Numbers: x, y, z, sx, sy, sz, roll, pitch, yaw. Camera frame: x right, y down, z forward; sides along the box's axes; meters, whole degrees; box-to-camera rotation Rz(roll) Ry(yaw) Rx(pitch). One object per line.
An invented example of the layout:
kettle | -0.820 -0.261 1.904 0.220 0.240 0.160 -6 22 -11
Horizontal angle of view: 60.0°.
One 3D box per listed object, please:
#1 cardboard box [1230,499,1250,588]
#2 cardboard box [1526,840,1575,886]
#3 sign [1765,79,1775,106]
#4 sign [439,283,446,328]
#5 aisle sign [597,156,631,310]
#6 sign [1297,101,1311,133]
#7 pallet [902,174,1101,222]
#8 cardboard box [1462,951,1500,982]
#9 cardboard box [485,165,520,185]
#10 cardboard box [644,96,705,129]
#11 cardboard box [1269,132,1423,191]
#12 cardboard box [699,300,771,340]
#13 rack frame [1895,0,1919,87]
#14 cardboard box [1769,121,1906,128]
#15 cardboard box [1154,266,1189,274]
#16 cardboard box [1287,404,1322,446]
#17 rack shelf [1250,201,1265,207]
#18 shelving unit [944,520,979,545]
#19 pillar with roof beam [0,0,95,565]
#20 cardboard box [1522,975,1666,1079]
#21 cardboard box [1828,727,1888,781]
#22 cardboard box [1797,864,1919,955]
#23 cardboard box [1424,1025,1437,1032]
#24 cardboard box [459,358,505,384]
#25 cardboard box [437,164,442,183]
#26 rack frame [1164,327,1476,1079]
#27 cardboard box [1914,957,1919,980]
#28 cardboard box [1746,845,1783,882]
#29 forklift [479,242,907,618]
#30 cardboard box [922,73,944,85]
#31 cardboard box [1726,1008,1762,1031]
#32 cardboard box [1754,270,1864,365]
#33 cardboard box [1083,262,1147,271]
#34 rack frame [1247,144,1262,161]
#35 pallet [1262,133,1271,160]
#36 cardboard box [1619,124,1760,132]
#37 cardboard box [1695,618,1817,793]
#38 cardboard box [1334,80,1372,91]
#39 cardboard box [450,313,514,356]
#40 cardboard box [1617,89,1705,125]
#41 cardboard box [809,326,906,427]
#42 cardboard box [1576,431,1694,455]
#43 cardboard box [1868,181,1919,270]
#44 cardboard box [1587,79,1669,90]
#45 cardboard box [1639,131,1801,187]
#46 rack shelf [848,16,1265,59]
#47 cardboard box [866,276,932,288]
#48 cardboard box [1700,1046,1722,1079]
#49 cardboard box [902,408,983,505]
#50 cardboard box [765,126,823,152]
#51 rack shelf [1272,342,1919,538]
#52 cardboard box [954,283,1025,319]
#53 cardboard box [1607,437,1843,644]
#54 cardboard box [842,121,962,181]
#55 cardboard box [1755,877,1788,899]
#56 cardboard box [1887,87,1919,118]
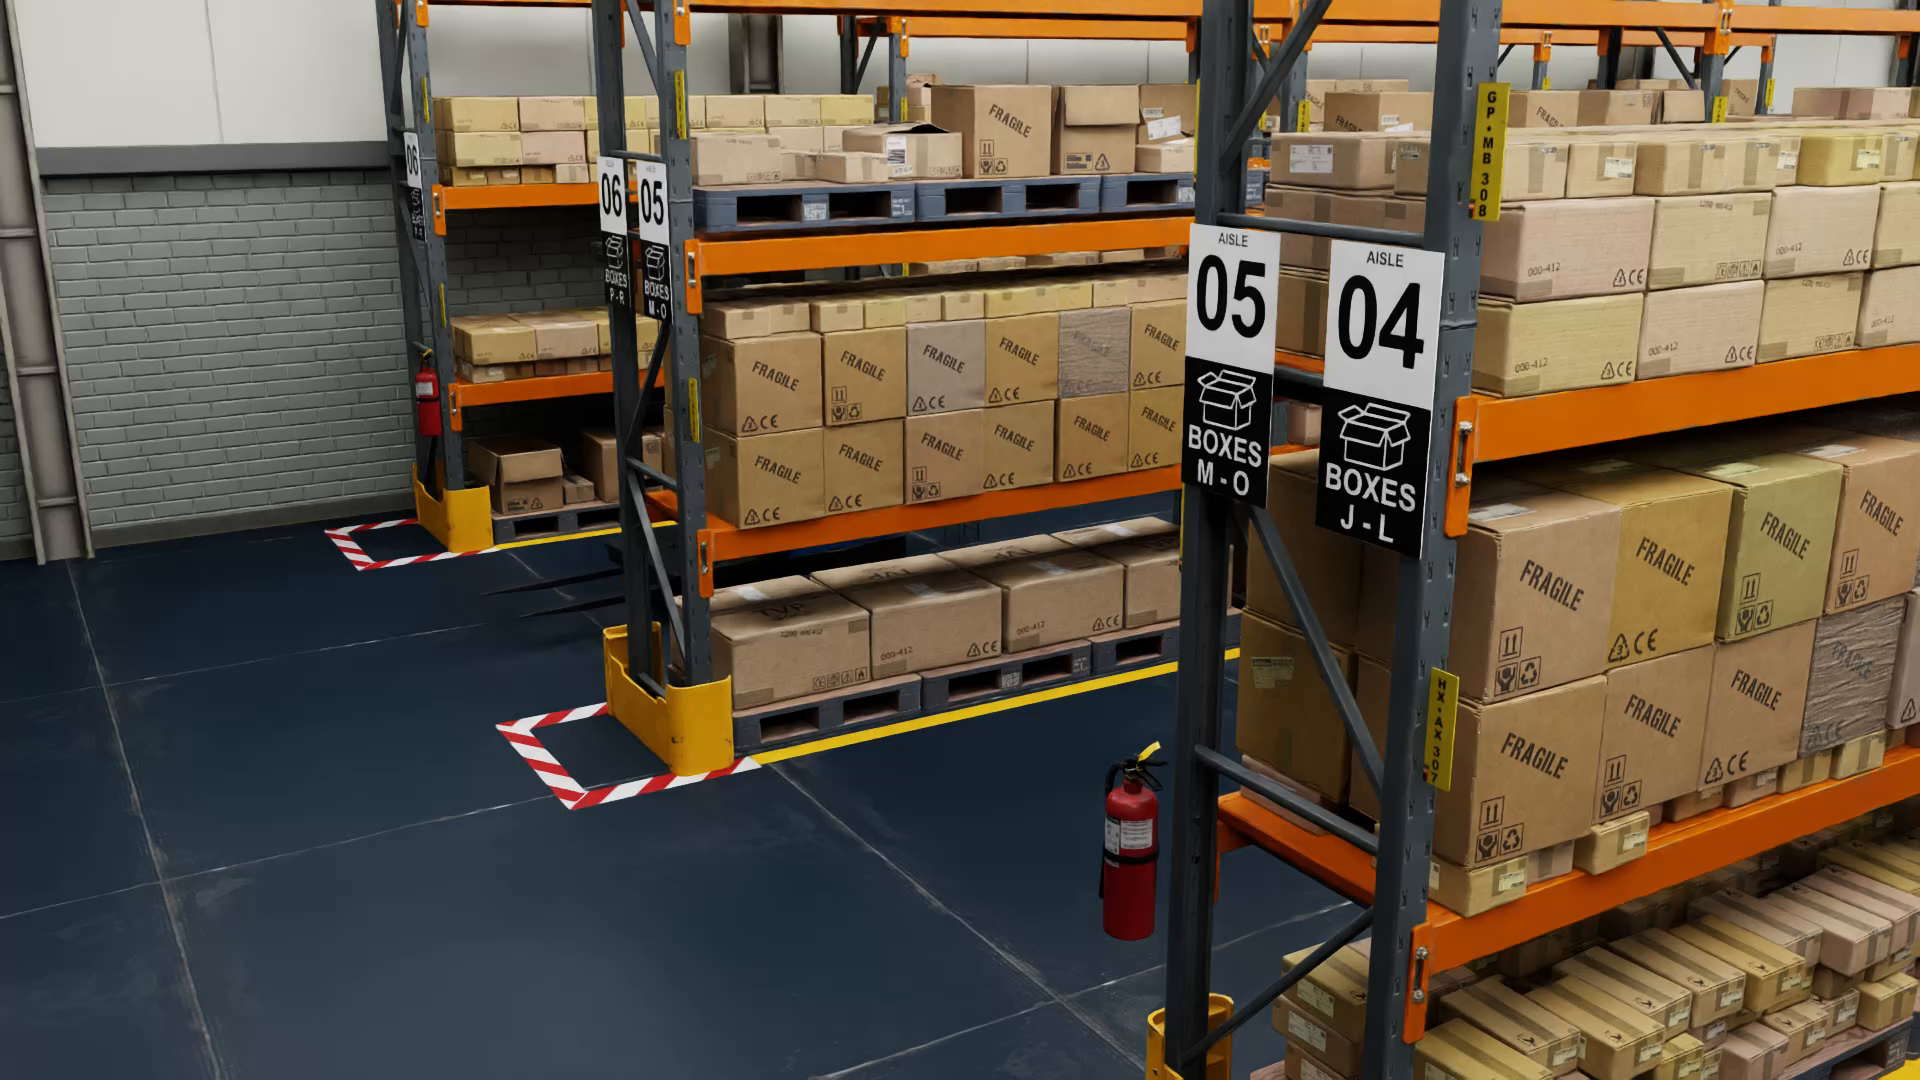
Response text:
cardboard box | 2.285 -0.174 11.631 0.875 0.875 0.875 -9 18 -28
cardboard box | 1.645 0.904 5.092 0.250 0.149 0.380 -8 18 -28
sign | 9.789 -5.411 20.104 0.005 0.325 0.100 -9 18 -30
sign | -3.914 -1.773 12.574 0.005 0.325 0.100 -9 18 -30
aisle sign | -1.855 -1.647 8.913 0.004 0.787 0.394 -9 18 -30
sign | 2.082 -2.493 10.084 0.005 0.325 0.100 -9 18 -30
pallet | 0.043 -2.012 9.636 1.213 0.211 1.003 -9 18 -30
cardboard box | 1.727 1.462 6.038 0.250 0.149 0.380 -10 18 -31
cardboard box | -3.589 -2.838 12.885 0.250 0.149 0.380 -9 18 -29
cardboard box | -2.383 -3.454 13.417 0.500 0.250 0.500 -9 18 -28
cardboard box | 1.136 -1.122 4.909 0.250 0.149 0.380 -9 18 -30
cardboard box | -1.187 -1.161 8.755 0.250 0.149 0.380 -9 18 -29
rack frame | 8.652 -4.891 14.184 0.127 3.000 1.000 -9 18 -30
cardboard box | 3.163 -1.435 6.026 0.250 0.149 0.380 -10 18 -31
cardboard box | 1.413 -1.604 10.335 0.250 0.149 0.380 -9 18 -28
cardboard box | 2.308 -0.818 11.048 0.500 0.250 0.500 -10 18 -31
rack shelf | 3.509 -2.266 11.711 4.000 0.370 1.077 -9 18 -30
shelving unit | 0.012 -0.580 13.255 0.189 1.200 0.258 -9 18 -30
pillar with roof beam | -4.752 -3.208 8.182 0.400 9.000 9.100 -9 18 -30
cardboard box | 2.082 1.616 5.490 0.250 0.149 0.380 -9 18 -30
cardboard box | 3.003 0.690 5.856 0.250 0.149 0.380 -9 18 -29
cardboard box | 3.404 1.393 6.285 0.250 0.149 0.380 -10 19 -32
cardboard box | 1.559 1.661 5.878 0.250 0.149 0.380 -10 18 -31
cardboard box | -3.770 -1.343 13.109 0.250 0.149 0.380 -9 18 -30
cardboard box | -4.038 -2.903 13.117 0.250 0.149 0.380 -9 18 -28
rack frame | 1.002 0.797 5.008 0.127 3.000 1.000 -9 18 -30
cardboard box | 3.811 1.614 6.600 0.250 0.149 0.380 -10 18 -32
cardboard box | 3.099 1.254 6.779 0.250 0.149 0.380 -9 18 -29
forklift | -1.876 -1.018 11.613 3.031 2.935 1.130 -12 20 -36
cardboard box | -0.328 -4.057 14.952 0.258 0.266 0.396 -9 18 -30
cardboard box | 2.677 1.615 6.044 0.250 0.149 0.380 -8 18 -27
cardboard box | 2.407 -0.725 5.159 0.500 0.250 0.500 -10 18 -32
cardboard box | 0.982 -1.663 10.547 0.250 0.149 0.380 -9 18 -30
rack frame | 2.664 -2.594 17.106 0.127 3.000 1.000 -9 18 -30
pallet | 3.200 -4.062 17.137 1.003 0.211 1.213 -8 18 -27
cardboard box | 2.466 -1.330 5.654 0.250 0.149 0.380 -10 18 -31
cardboard box | 2.401 0.462 5.468 0.500 0.500 0.500 -9 18 -29
cardboard box | 3.791 -4.474 17.108 0.500 0.500 0.700 -10 18 -31
cardboard box | -3.936 -1.678 13.566 0.500 0.250 0.500 -9 18 -28
cardboard box | 4.978 -3.055 12.224 0.637 0.503 0.797 -11 19 -33
cardboard box | -0.637 -0.938 9.160 0.500 0.500 0.500 -10 18 -31
cardboard box | 2.142 -0.141 5.768 0.500 0.500 0.500 -8 18 -27
cardboard box | 2.831 -1.027 5.312 0.500 0.250 0.500 -10 19 -32
cardboard box | 7.817 -5.141 19.479 0.637 0.503 0.797 -9 18 -28
cardboard box | 2.270 -1.146 4.996 0.250 0.149 0.380 -9 18 -28
rack shelf | 0.950 -4.666 15.455 4.000 0.370 1.077 -9 18 -30
cardboard box | -0.364 -1.462 9.829 0.250 0.149 0.380 -9 18 -28
cardboard box | 2.453 1.810 5.899 0.250 0.149 0.380 -9 18 -30
cardboard box | -0.210 -0.526 9.542 0.500 0.500 0.500 -9 18 -30
cardboard box | -1.489 -3.353 13.985 0.500 0.250 0.500 -10 18 -32
rack shelf | 2.716 -0.579 5.692 4.000 0.370 1.077 -9 18 -30
cardboard box | 0.164 -1.367 9.489 0.250 0.149 0.380 -10 18 -31
cardboard box | 2.410 -0.015 5.318 0.500 0.500 0.500 -10 18 -31
cardboard box | -0.325 -2.182 9.282 0.500 0.311 0.500 -9 18 -29
cardboard box | 3.113 1.413 6.765 0.250 0.149 0.380 -8 18 -27
cardboard box | 8.221 -3.707 14.093 0.500 0.250 0.500 -9 18 -28
